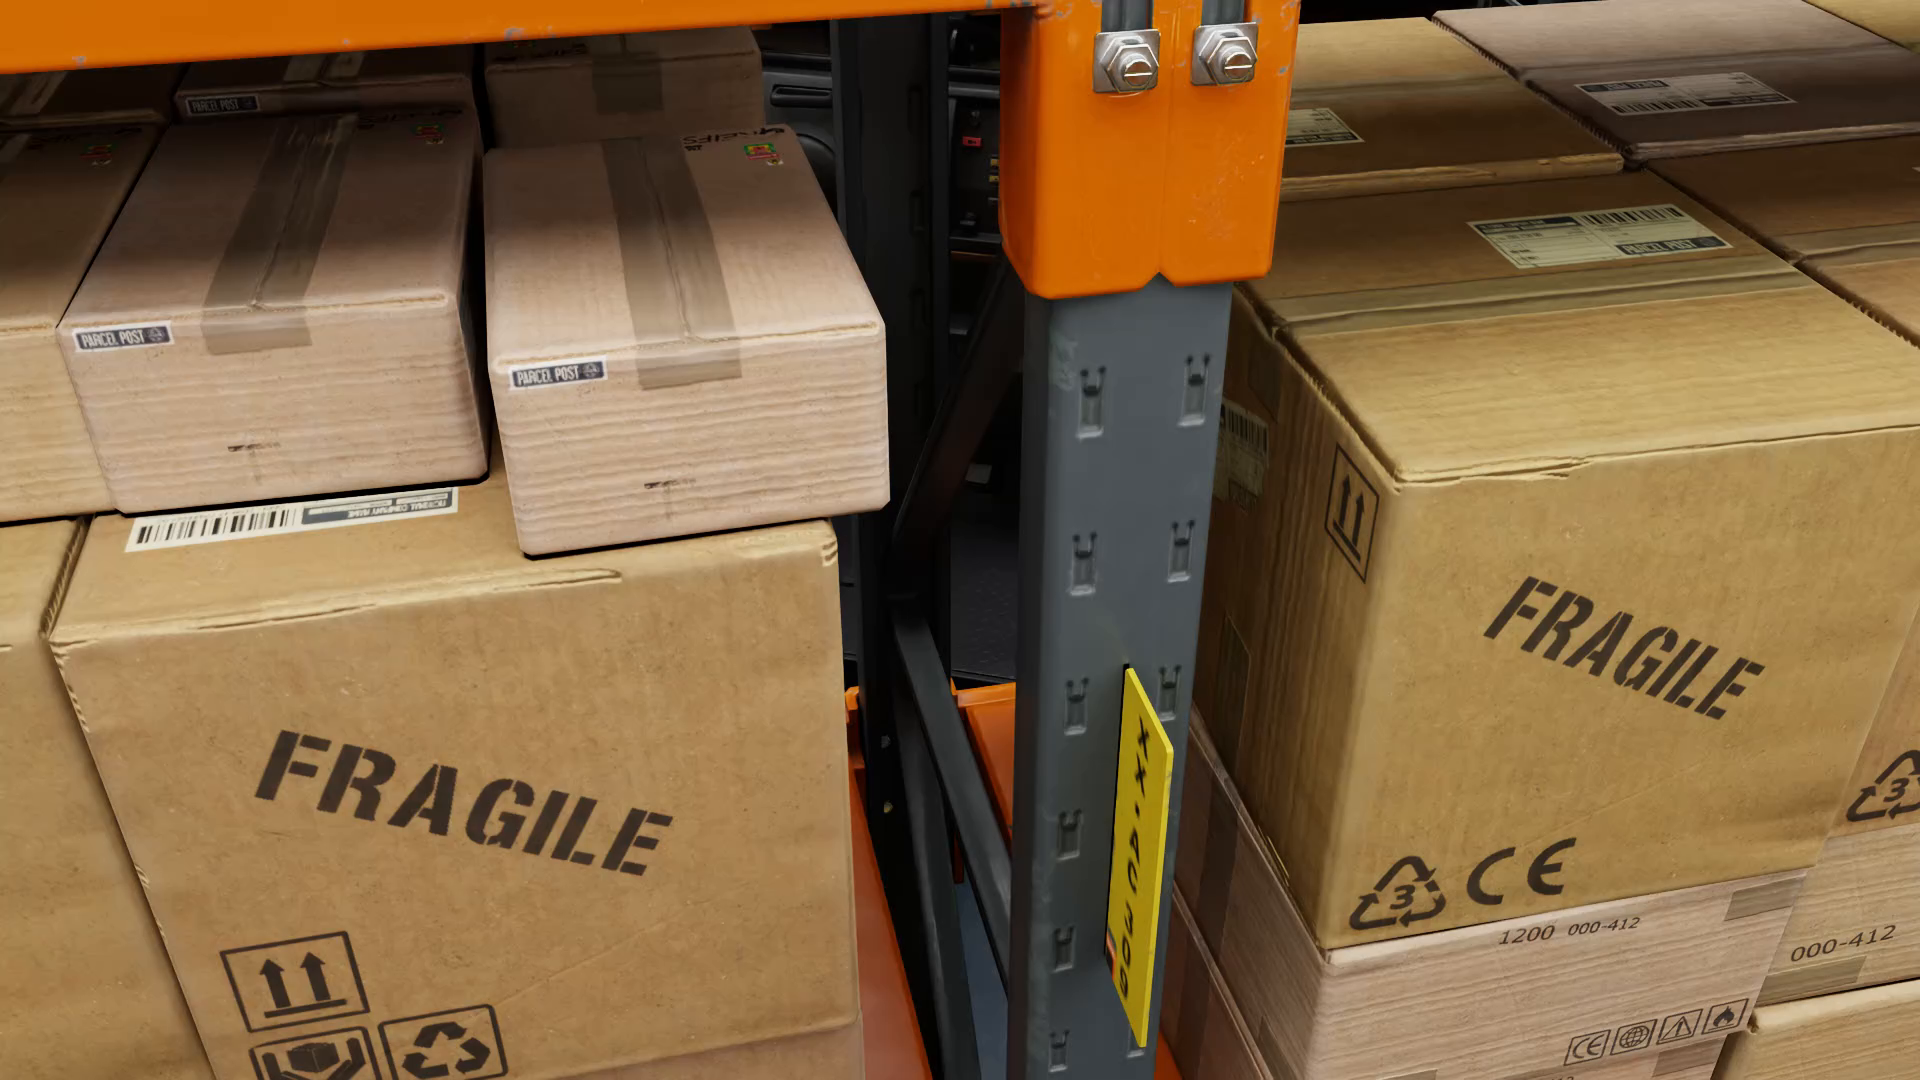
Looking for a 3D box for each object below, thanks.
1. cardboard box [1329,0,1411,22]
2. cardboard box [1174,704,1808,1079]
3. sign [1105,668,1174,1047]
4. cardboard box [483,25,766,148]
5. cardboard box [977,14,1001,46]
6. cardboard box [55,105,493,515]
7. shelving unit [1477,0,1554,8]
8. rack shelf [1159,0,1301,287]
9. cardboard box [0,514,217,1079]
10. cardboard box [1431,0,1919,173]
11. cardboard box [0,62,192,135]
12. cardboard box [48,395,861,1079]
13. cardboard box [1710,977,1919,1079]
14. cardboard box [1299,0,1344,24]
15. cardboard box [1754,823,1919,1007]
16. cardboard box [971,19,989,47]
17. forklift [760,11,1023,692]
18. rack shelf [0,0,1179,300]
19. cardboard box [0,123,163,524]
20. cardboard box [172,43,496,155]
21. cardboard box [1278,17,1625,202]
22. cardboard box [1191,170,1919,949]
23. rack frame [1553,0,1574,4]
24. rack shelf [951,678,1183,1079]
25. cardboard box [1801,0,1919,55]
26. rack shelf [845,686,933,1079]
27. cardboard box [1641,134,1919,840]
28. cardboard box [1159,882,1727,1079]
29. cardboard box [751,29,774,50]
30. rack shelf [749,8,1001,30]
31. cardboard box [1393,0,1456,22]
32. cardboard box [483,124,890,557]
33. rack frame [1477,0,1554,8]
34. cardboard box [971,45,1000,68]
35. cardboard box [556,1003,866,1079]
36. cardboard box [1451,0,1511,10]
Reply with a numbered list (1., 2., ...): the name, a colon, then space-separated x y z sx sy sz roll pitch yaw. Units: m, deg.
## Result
1. cardboard box: 1.752 -2.258 7.207 0.250 0.149 0.380 -7 34 -10
2. cardboard box: 0.508 0.304 1.792 0.500 0.250 0.500 -8 35 -12
3. sign: 0.140 0.259 1.324 0.005 0.325 0.100 -7 35 -11
4. cardboard box: -0.349 -0.479 1.702 0.250 0.149 0.380 -8 35 -11
5. cardboard box: 0.228 -2.075 6.935 0.250 0.149 0.380 -6 34 -9
6. cardboard box: -0.495 -0.192 1.275 0.250 0.149 0.380 -6 34 -9
7. shelving unit: 1.247 -1.143 5.608 1.083 1.500 0.587 -3 34 -5
8. rack shelf: 1.967 -0.843 1.768 4.000 0.370 1.077 -7 35 -11
9. cardboard box: -0.880 0.159 1.334 0.500 0.500 0.500 -8 35 -11
10. cardboard box: 0.900 -0.366 2.116 0.500 0.500 0.500 -7 34 -10
11. cardboard box: -0.835 -0.384 1.561 0.250 0.149 0.380 -8 35 -11
12. cardboard box: -0.383 0.101 1.420 0.500 0.500 0.500 -7 35 -11
13. cardboard box: 1.008 0.437 2.041 0.500 0.250 0.500 -8 35 -12
14. cardboard box: 1.466 -2.275 7.233 0.250 0.149 0.380 -9 35 -13
15. cardboard box: 1.010 0.224 1.910 0.500 0.250 0.500 -7 34 -10
16. cardboard box: -0.052 -2.071 6.928 0.250 0.149 0.380 -9 35 -13
17. forklift: -0.153 -0.878 3.928 1.130 2.935 3.031 8 35 12
18. rack shelf: -1.934 -0.351 1.035 4.000 0.370 1.077 -7 35 -11
19. cardboard box: -0.740 -0.167 1.237 0.250 0.149 0.380 -7 35 -10
20. cardboard box: -0.595 -0.438 1.642 0.250 0.149 0.380 -7 34 -10
21. cardboard box: 0.397 -0.298 2.016 0.500 0.500 0.500 -6 34 -9
22. cardboard box: 0.509 -0.005 1.578 0.500 0.500 0.500 -7 34 -10
23. rack frame: 2.819 -2.839 6.789 0.127 3.000 1.000 -7 35 -11
24. rack shelf: 1.967 0.403 2.604 4.000 0.370 1.077 -7 35 -11
25. cardboard box: 1.399 -0.418 2.193 0.500 0.500 0.500 -6 34 -9
26. rack shelf: -1.934 0.894 1.871 4.000 0.370 1.077 -7 35 -11
27. cardboard box: 0.999 -0.082 1.694 0.500 0.500 0.500 -7 35 -11
28. cardboard box: 0.504 0.501 1.945 0.500 0.250 0.500 -8 35 -12
29. cardboard box: -0.687 -1.809 6.271 0.250 0.149 0.380 -8 35 -11
30. rack shelf: 0.868 -2.295 6.623 4.000 0.370 1.077 -7 35 -11
31. cardboard box: 1.977 -2.332 7.318 0.250 0.149 0.380 -6 34 -9
32. cardboard box: -0.214 -0.165 1.235 0.250 0.149 0.380 -8 35 -12
33. rack frame: 1.762 -1.171 5.650 0.032 1.500 0.500 -3 34 -5
34. cardboard box: 0.091 -1.808 6.536 0.250 0.149 0.380 -8 35 -11
35. cardboard box: -0.380 0.504 1.717 0.500 0.500 0.500 -7 34 -10
36. cardboard box: 2.242 -2.350 7.345 0.250 0.149 0.380 -5 34 -8
